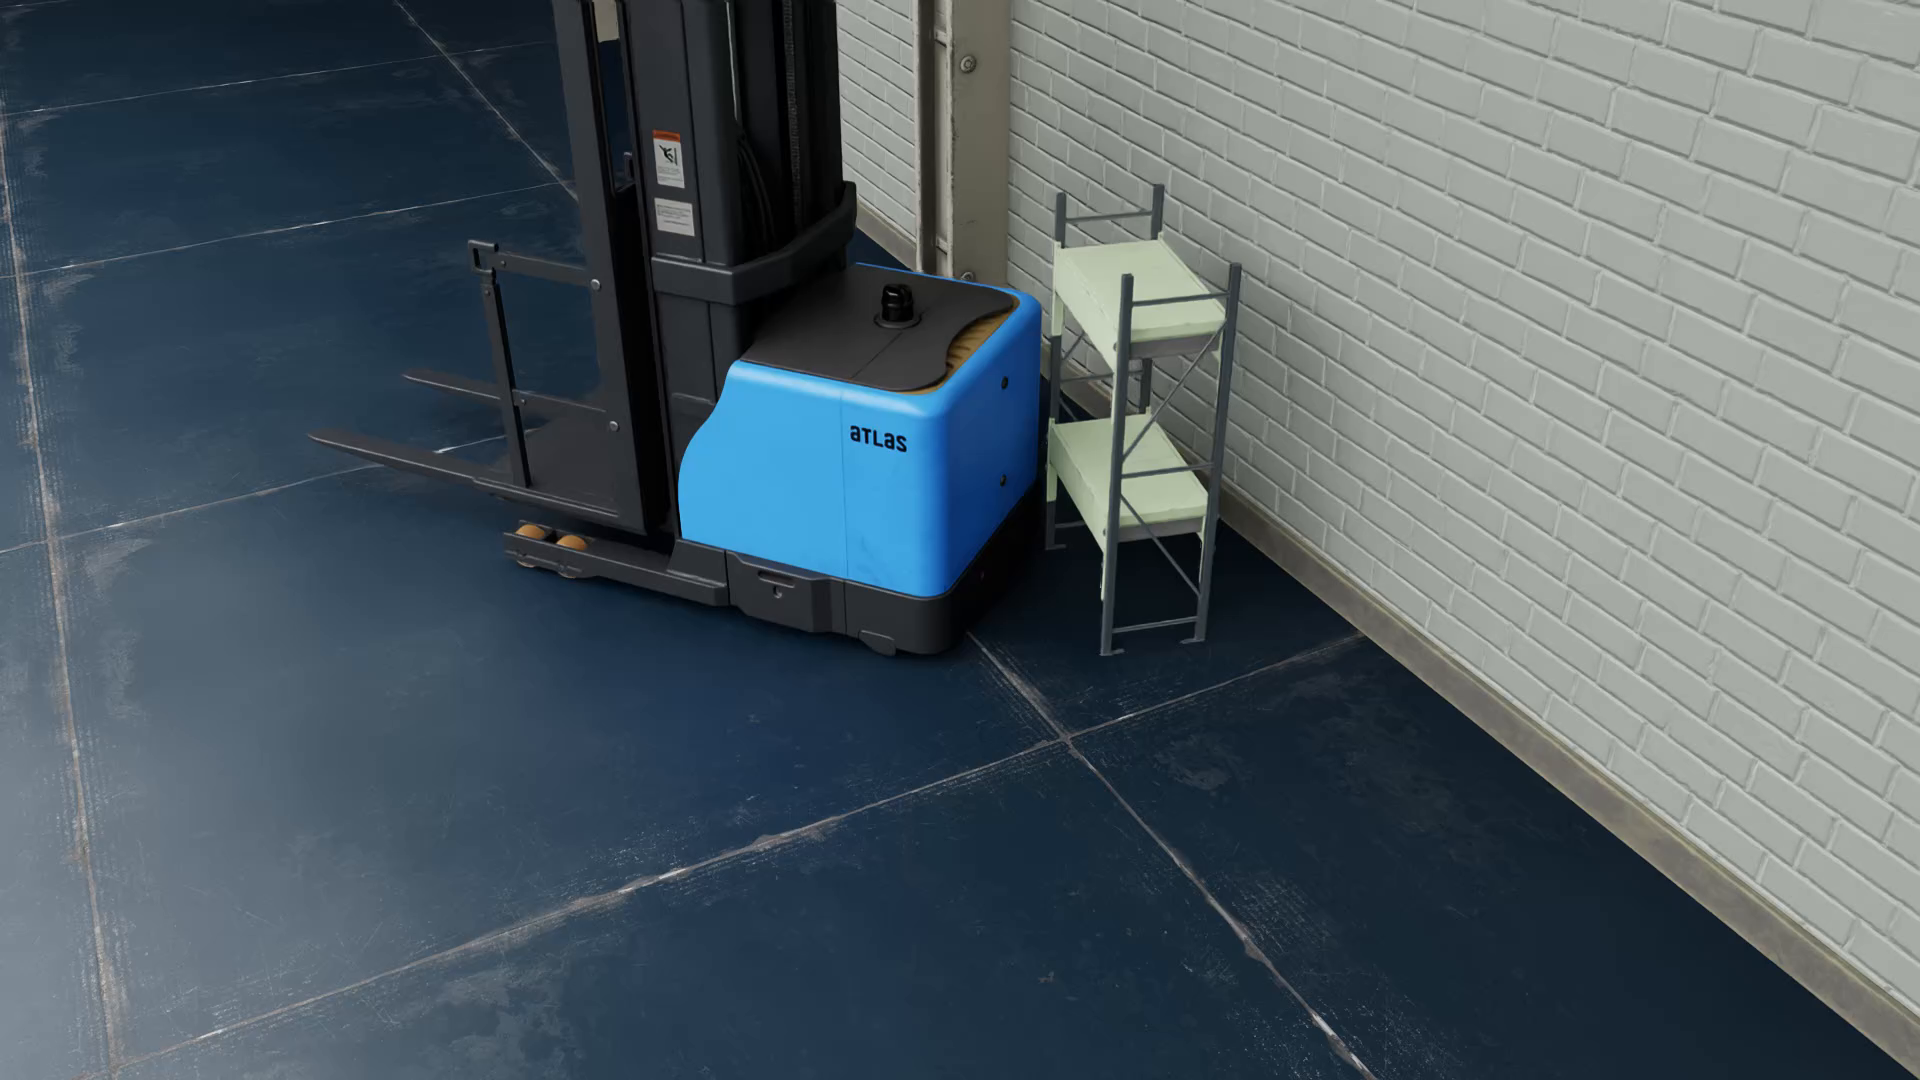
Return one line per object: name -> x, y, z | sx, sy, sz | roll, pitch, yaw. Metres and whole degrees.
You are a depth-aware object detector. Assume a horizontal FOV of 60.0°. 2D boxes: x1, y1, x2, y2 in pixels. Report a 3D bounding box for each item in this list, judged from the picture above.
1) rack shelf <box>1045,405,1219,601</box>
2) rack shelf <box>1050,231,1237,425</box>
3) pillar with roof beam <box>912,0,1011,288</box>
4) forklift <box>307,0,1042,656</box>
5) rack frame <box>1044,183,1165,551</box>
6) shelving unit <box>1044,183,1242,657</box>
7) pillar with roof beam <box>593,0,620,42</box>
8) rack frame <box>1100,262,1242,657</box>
rack shelf -> 0.624, -0.152, 6.201 | 0.431, 0.370, 0.720 | -8, 33, -12
rack shelf -> 0.624, -0.755, 5.814 | 0.431, 0.370, 0.720 | -8, 33, -12
pillar with roof beam -> -3.802, -3.757, 4.272 | 9.100, 9.000, 0.400 | -16, 36, -23
forklift -> -1.245, -1.330, 6.108 | 3.031, 2.935, 1.130 | 13, 35, 20
rack frame -> 0.536, -0.618, 6.324 | 0.400, 1.500, 0.023 | -8, 33, -12
shelving unit -> 0.624, -0.426, 6.025 | 0.431, 1.500, 0.755 | -8, 33, -12
pillar with roof beam -> -6.599, -6.620, 8.741 | 9.100, 9.000, 0.400 | -16, 36, -23
rack frame -> 0.711, -0.234, 5.725 | 0.400, 1.500, 0.023 | -8, 33, -12
